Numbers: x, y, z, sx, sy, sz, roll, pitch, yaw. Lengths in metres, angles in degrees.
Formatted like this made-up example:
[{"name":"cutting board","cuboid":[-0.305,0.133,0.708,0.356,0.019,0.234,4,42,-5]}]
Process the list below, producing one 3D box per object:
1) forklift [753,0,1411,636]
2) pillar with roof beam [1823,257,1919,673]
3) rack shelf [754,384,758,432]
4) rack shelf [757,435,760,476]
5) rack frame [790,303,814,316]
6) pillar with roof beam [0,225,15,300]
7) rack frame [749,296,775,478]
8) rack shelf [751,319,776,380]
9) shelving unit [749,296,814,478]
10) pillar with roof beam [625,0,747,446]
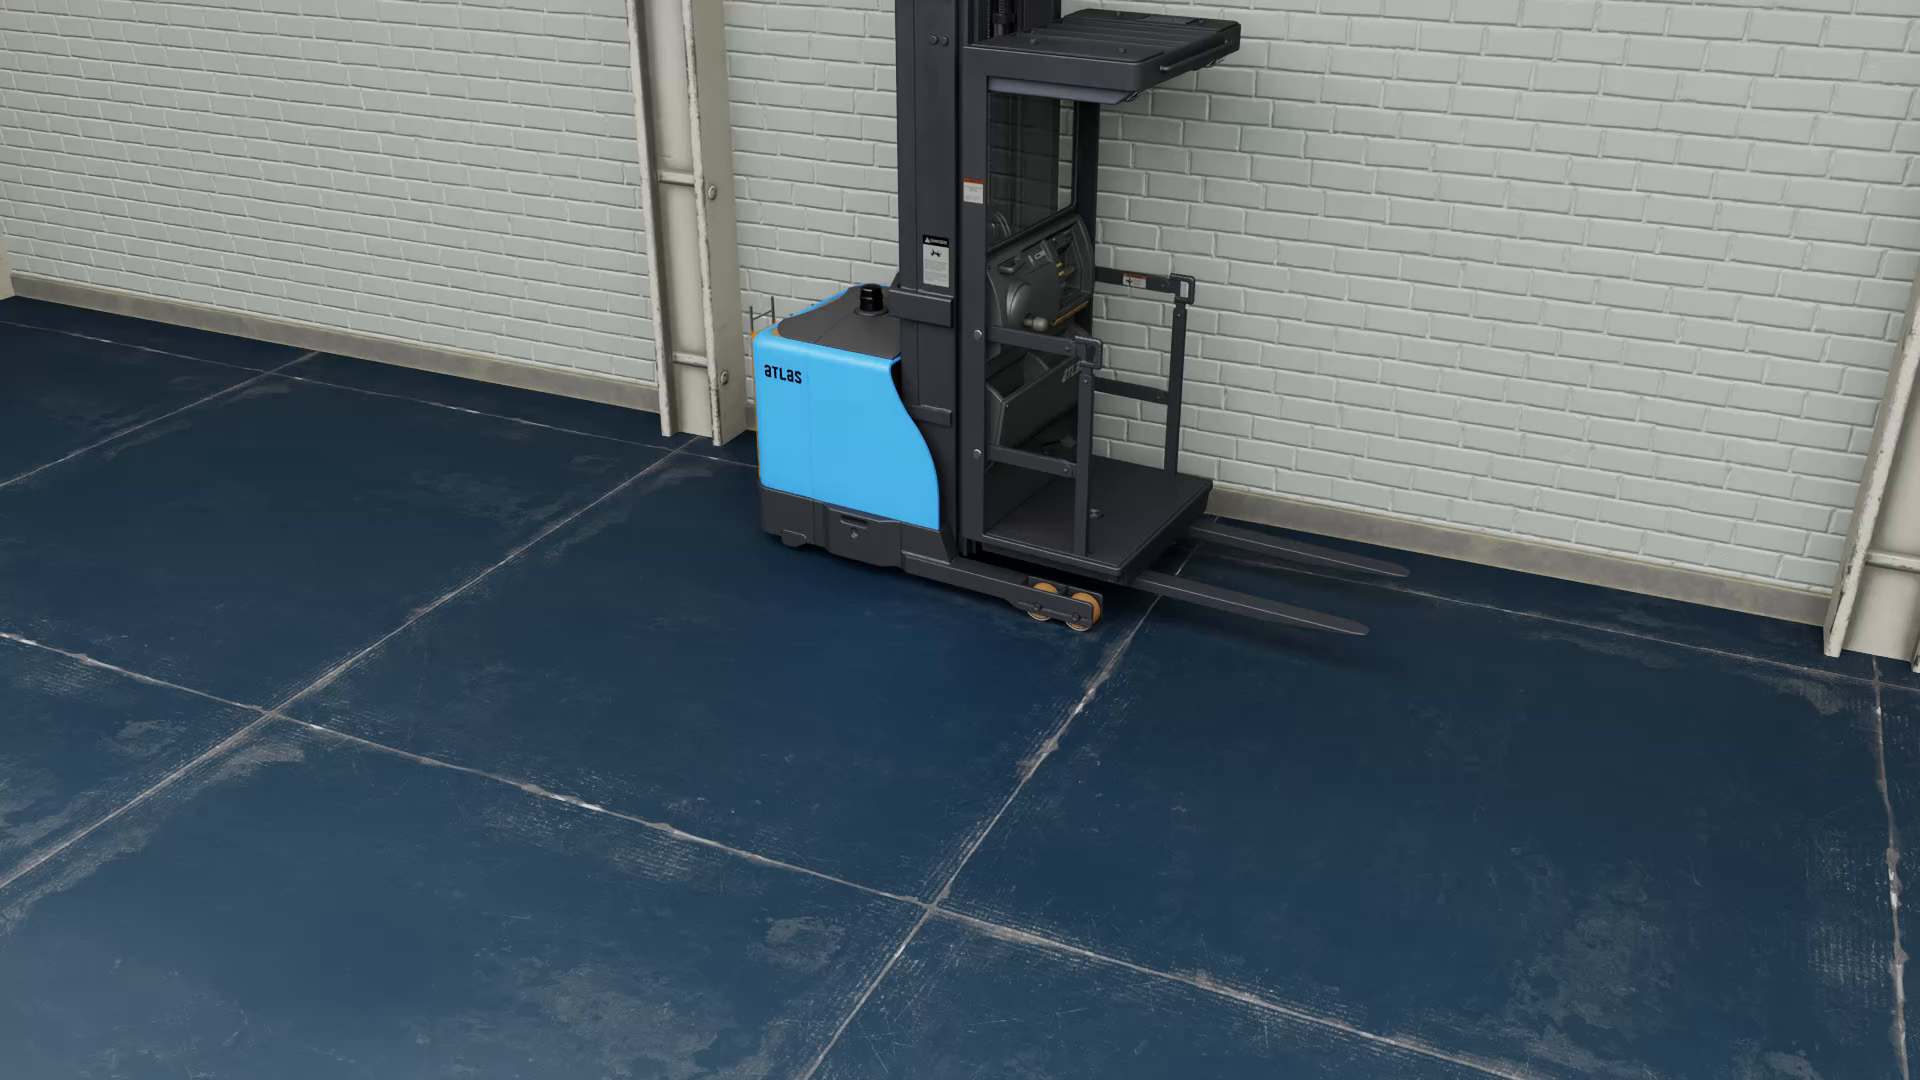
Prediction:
[{"name":"forklift","cuboid":[0.546,-1.177,7.323,3.031,2.935,1.130,14,30,26]},{"name":"pillar with roof beam","cuboid":[2.224,-1.833,1.784,0.400,9.000,9.100,11,28,22]},{"name":"rack shelf","cuboid":[-0.884,-0.683,8.473,0.240,0.259,0.215,14,30,26]},{"name":"rack shelf","cuboid":[-0.884,-0.434,8.596,0.240,0.259,0.215,14,30,26]},{"name":"rack frame","cuboid":[-0.778,-0.666,8.414,0.008,1.050,0.200,14,30,26]},{"name":"pillar with roof beam","cuboid":[-8.700,-4.027,6.241,0.400,9.000,9.100,11,28,22]},{"name":"rack frame","cuboid":[-0.990,-0.720,8.523,0.008,1.050,0.200,14,30,26]},{"name":"rack shelf","cuboid":[-0.884,-0.938,8.348,0.240,0.259,0.215,14,30,26]},{"name":"shelving unit","cuboid":[-0.884,-0.693,8.469,0.252,1.050,0.215,14,30,26]},{"name":"pillar with roof beam","cuboid":[-3.238,-2.930,4.013,0.400,9.000,9.100,11,28,22]}]
